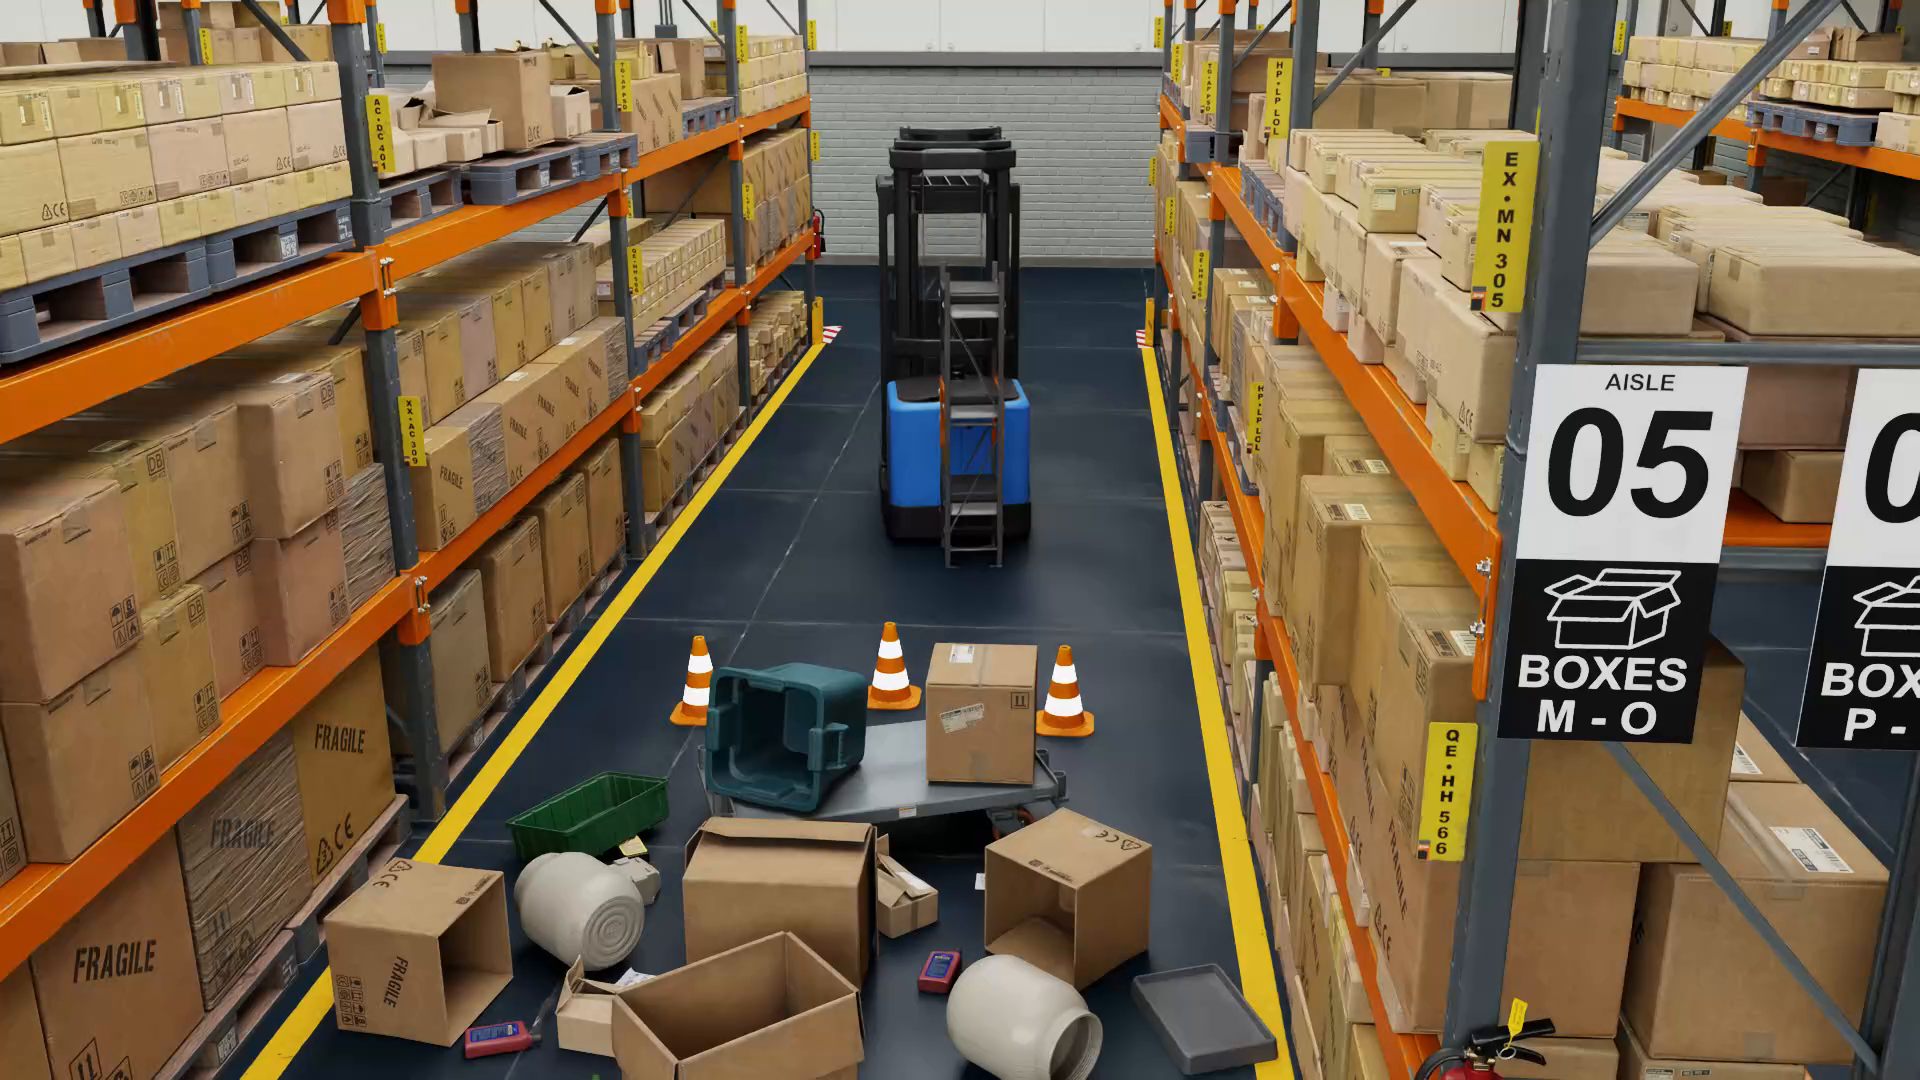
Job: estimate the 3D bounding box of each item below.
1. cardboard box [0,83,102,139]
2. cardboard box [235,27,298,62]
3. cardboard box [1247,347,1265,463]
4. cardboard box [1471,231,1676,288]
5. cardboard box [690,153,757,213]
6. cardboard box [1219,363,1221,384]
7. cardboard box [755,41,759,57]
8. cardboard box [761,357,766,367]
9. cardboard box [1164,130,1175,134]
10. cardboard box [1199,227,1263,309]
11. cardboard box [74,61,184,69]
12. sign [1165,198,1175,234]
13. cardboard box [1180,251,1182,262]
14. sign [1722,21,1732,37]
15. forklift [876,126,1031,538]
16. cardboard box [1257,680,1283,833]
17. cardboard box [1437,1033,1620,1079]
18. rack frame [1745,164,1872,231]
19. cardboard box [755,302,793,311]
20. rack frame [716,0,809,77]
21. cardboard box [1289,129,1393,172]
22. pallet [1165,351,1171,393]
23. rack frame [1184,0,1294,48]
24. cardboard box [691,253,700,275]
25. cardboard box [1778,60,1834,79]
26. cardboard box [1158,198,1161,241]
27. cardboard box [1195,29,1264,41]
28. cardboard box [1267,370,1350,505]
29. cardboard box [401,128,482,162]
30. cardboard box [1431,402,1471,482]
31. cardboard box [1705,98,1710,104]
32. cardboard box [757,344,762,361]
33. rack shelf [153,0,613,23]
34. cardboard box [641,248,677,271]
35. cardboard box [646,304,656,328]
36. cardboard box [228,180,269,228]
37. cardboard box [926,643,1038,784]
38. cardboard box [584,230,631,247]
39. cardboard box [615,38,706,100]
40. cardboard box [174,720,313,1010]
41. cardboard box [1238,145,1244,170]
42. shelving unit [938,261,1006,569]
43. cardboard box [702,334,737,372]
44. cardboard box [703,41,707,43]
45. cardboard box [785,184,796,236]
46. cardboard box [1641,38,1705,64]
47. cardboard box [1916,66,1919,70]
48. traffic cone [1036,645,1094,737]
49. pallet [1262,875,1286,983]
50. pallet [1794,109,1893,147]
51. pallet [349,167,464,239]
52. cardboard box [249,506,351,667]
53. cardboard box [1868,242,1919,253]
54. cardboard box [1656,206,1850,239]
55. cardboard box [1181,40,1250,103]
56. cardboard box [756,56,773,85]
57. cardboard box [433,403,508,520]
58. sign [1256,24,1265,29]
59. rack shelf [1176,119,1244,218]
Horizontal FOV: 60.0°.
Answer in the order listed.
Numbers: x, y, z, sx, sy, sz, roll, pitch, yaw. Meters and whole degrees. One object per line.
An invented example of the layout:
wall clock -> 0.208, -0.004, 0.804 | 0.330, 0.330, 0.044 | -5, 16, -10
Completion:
cardboard box -> -2.893, -1.319, 5.102 | 0.380, 0.149, 0.250 | 2, 18, 5
cardboard box -> -7.206, -4.976, 16.978 | 0.700, 0.500, 0.500 | 2, 18, 6
cardboard box -> 1.725, -0.670, 8.339 | 0.500, 0.500, 0.500 | 1, 18, 4
cardboard box -> 1.387, -0.613, 3.782 | 0.380, 0.149, 0.250 | 2, 18, 5
cardboard box -> -2.209, -3.342, 15.561 | 0.500, 0.500, 0.500 | 2, 18, 5
cardboard box -> 1.846, -1.034, 10.491 | 0.380, 0.149, 0.250 | 0, 18, 0
cardboard box -> -2.145, -4.733, 16.030 | 0.380, 0.149, 0.250 | 1, 18, 2
cardboard box -> -2.200, -1.819, 17.062 | 0.380, 0.149, 0.250 | 1, 18, 2
cardboard box -> 2.446, -4.433, 18.327 | 0.380, 0.149, 0.250 | 2, 18, 5
cardboard box -> 1.950, -1.911, 11.671 | 0.500, 0.500, 0.500 | 1, 18, 2
cardboard box -> -3.423, -1.885, 6.829 | 0.380, 0.149, 0.250 | 1, 18, 4
sign -> 1.907, -2.925, 15.015 | 0.100, 0.325, 0.005 | 1, 18, 4
cardboard box -> 2.138, -2.337, 14.177 | 0.500, 0.250, 0.500 | 2, 18, 5
sign -> 8.251, -5.424, 17.921 | 0.100, 0.325, 0.005 | 1, 18, 4
forklift -> -0.102, -1.819, 13.267 | 1.130, 2.935, 3.031 | -1, 18, -4
cardboard box -> 1.575, 0.949, 7.248 | 0.500, 0.500, 0.500 | 2, 18, 7
cardboard box -> 1.414, 1.261, 4.160 | 0.380, 0.149, 0.250 | 2, 18, 6
rack frame -> 7.412, -2.354, 14.791 | 1.000, 3.000, 0.127 | 1, 18, 4
cardboard box -> -2.031, -2.504, 18.196 | 0.380, 0.149, 0.250 | 1, 18, 2
rack frame -> -2.197, -6.636, 18.224 | 1.000, 3.000, 0.127 | 1, 18, 4
cardboard box -> 1.539, -1.574, 6.714 | 0.380, 0.149, 0.250 | 1, 18, 3
pallet -> 2.678, -1.753, 17.435 | 1.003, 0.211, 1.213 | 1, 18, 4
rack frame -> 2.460, -5.315, 14.192 | 1.000, 3.000, 0.127 | 1, 18, 4
cardboard box -> -2.389, -2.312, 13.913 | 0.380, 0.149, 0.250 | 0, 18, 1
cardboard box -> 7.005, -3.882, 13.725 | 0.380, 0.149, 0.250 | 2, 18, 5
cardboard box -> 2.418, -3.453, 17.985 | 0.500, 0.500, 0.500 | 1, 18, 3
cardboard box -> 2.525, -4.605, 15.842 | 0.797, 0.503, 0.637 | 3, 18, 8
cardboard box -> 1.581, -0.353, 6.440 | 0.700, 0.500, 0.500 | 1, 18, 4
cardboard box -> -2.698, -2.041, 8.586 | 0.380, 0.149, 0.250 | 1, 18, 4
cardboard box -> 1.332, -0.238, 3.919 | 0.380, 0.149, 0.250 | 1, 18, 4
cardboard box -> 7.262, -4.096, 15.694 | 0.380, 0.149, 0.250 | 2, 18, 6
cardboard box -> -2.207, -1.876, 16.756 | 0.380, 0.149, 0.250 | 0, 18, 1
rack shelf -> -2.914, -2.999, 8.920 | 1.077, 0.370, 4.000 | 1, 18, 4
cardboard box -> -2.452, -2.211, 13.128 | 0.380, 0.149, 0.250 | 2, 18, 6
cardboard box -> -2.499, -1.683, 12.470 | 0.380, 0.149, 0.250 | 2, 18, 7
cardboard box -> -2.818, -1.253, 6.182 | 0.380, 0.149, 0.250 | 1, 18, 4
cardboard box -> 0.109, 0.818, 7.907 | 0.500, 0.500, 0.500 | 1, 18, 4
cardboard box -> -3.026, -2.550, 14.162 | 0.380, 0.149, 0.250 | 1, 18, 3
cardboard box -> -2.621, -4.100, 14.467 | 0.700, 0.500, 0.500 | 1, 18, 4
cardboard box -> -3.233, 1.225, 6.604 | 0.875, 0.875, 0.875 | 1, 18, 4
cardboard box -> 1.982, -2.434, 10.619 | 0.380, 0.149, 0.250 | 1, 18, 4
shelving unit -> 0.080, -0.872, 11.713 | 0.431, 2.100, 0.503 | -1, 18, -4
cardboard box -> -2.285, -1.674, 14.851 | 0.500, 0.250, 0.500 | 1, 18, 2
cardboard box -> -2.613, -4.666, 15.825 | 0.380, 0.149, 0.250 | 2, 18, 6
cardboard box -> -2.042, -3.512, 17.684 | 0.500, 0.500, 0.500 | 1, 18, 4
cardboard box -> 7.361, -5.040, 17.130 | 0.500, 0.250, 0.500 | 1, 18, 4
cardboard box -> 7.422, -3.474, 12.481 | 0.380, 0.149, 0.250 | 2, 18, 5
traffic cone -> 0.579, 0.810, 9.209 | 0.336, 0.463, 0.334 | 1, 18, 4
pallet -> 1.874, 1.555, 7.338 | 1.003, 0.211, 1.213 | 1, 18, 4
pallet -> 7.224, -3.167, 12.757 | 1.213, 0.211, 1.003 | 1, 18, 4
pallet -> -3.041, -1.679, 8.219 | 0.805, 0.209, 1.217 | 1, 18, 2
cardboard box -> -3.089, 0.156, 6.888 | 0.875, 0.550, 0.550 | 1, 18, 4
cardboard box -> 7.060, -2.052, 13.032 | 0.700, 0.500, 0.500 | 1, 18, 4
cardboard box -> 2.003, -0.759, 4.228 | 0.380, 0.149, 0.250 | 1, 18, 4
cardboard box -> 2.108, -3.869, 13.762 | 0.500, 0.500, 0.500 | 1, 18, 3
cardboard box -> -2.120, -4.590, 16.233 | 0.500, 0.250, 0.500 | 2, 18, 5
cardboard box -> -2.716, -0.420, 8.728 | 0.500, 0.500, 0.500 | 1, 18, 4
sign -> 3.287, -5.498, 18.274 | 0.100, 0.325, 0.005 | 1, 18, 4
rack shelf -> 2.317, -2.926, 12.875 | 1.077, 0.370, 4.000 | 1, 18, 4
